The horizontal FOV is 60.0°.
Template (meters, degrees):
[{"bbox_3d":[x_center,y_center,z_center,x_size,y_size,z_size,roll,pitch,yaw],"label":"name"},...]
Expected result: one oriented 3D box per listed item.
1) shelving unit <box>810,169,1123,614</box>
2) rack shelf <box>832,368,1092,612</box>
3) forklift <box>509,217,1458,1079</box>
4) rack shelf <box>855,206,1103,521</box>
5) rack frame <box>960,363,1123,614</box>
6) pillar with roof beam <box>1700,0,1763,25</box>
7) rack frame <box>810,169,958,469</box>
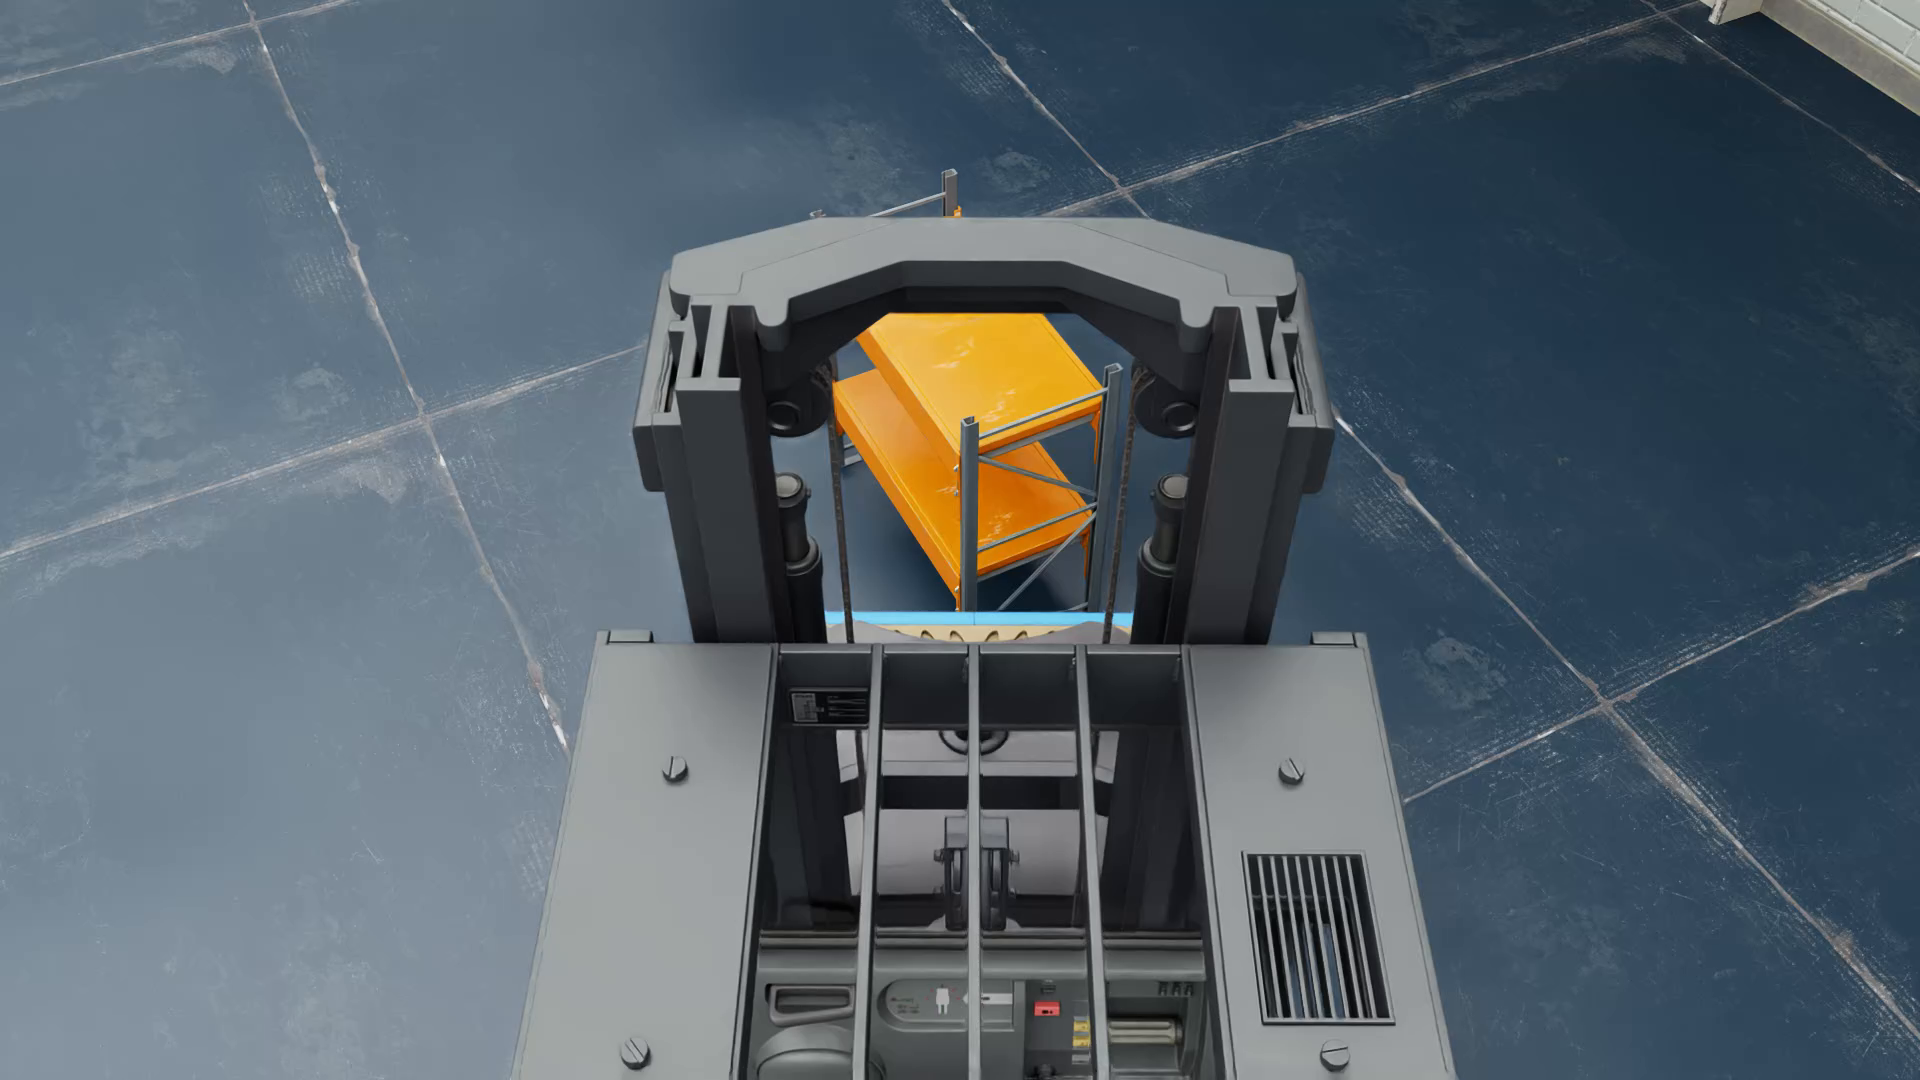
[{"bbox_3d":[-0.003,-0.375,5.331,0.538,1.125,1.048,-21,52,-18],"label":"shelving unit"},{"bbox_3d":[-0.003,-0.214,5.515,0.538,0.278,1.000,-21,52,-18],"label":"rack shelf"},{"bbox_3d":[0.029,1.034,2.899,1.130,2.935,3.031,0,49,0],"label":"forklift"},{"bbox_3d":[-0.003,-0.568,5.110,0.538,0.278,1.000,-21,52,-18],"label":"rack shelf"},{"bbox_3d":[0.230,-0.035,5.033,0.500,1.125,0.032,-21,52,-18],"label":"rack frame"},{"bbox_3d":[-0.196,-4.107,3.364,9.100,9.000,0.400,-21,52,-18],"label":"pillar with roof beam"},{"bbox_3d":[-0.236,-0.715,5.628,0.500,1.125,0.032,-21,52,-18],"label":"rack frame"}]
